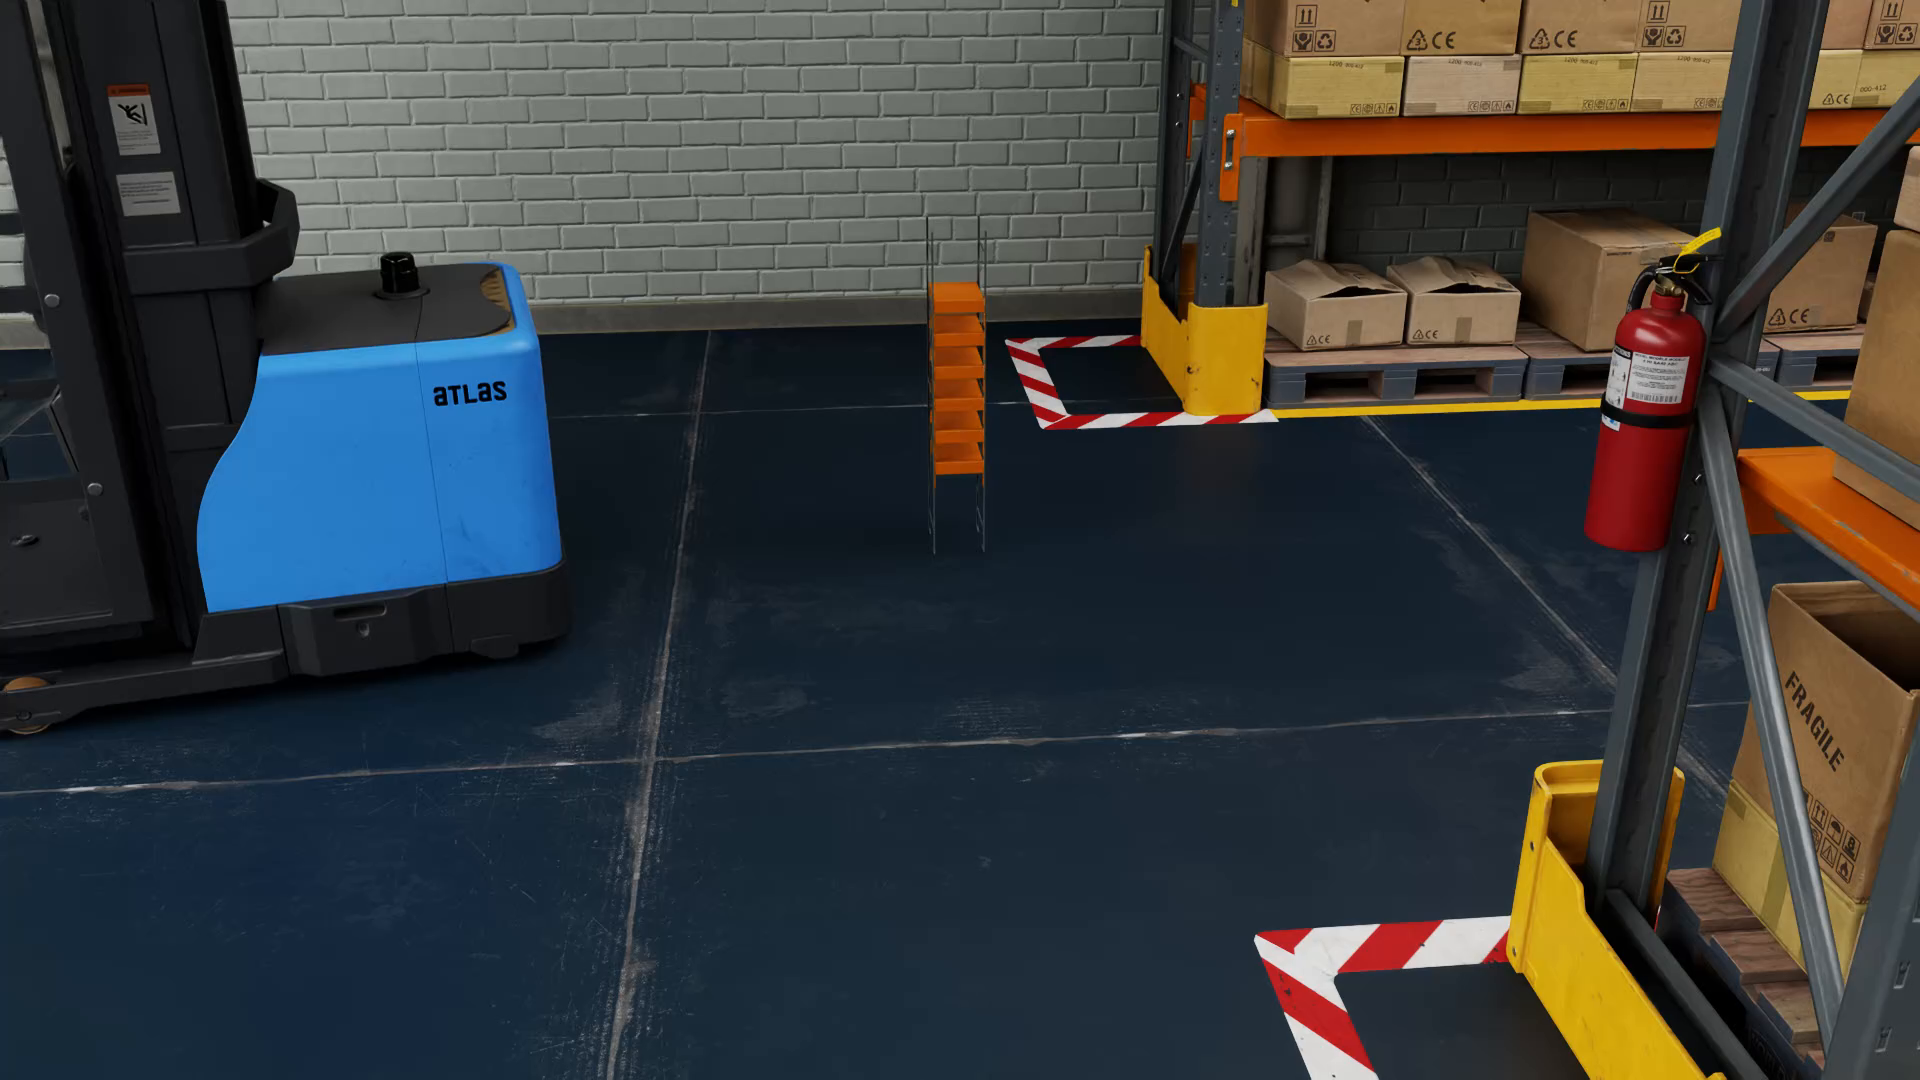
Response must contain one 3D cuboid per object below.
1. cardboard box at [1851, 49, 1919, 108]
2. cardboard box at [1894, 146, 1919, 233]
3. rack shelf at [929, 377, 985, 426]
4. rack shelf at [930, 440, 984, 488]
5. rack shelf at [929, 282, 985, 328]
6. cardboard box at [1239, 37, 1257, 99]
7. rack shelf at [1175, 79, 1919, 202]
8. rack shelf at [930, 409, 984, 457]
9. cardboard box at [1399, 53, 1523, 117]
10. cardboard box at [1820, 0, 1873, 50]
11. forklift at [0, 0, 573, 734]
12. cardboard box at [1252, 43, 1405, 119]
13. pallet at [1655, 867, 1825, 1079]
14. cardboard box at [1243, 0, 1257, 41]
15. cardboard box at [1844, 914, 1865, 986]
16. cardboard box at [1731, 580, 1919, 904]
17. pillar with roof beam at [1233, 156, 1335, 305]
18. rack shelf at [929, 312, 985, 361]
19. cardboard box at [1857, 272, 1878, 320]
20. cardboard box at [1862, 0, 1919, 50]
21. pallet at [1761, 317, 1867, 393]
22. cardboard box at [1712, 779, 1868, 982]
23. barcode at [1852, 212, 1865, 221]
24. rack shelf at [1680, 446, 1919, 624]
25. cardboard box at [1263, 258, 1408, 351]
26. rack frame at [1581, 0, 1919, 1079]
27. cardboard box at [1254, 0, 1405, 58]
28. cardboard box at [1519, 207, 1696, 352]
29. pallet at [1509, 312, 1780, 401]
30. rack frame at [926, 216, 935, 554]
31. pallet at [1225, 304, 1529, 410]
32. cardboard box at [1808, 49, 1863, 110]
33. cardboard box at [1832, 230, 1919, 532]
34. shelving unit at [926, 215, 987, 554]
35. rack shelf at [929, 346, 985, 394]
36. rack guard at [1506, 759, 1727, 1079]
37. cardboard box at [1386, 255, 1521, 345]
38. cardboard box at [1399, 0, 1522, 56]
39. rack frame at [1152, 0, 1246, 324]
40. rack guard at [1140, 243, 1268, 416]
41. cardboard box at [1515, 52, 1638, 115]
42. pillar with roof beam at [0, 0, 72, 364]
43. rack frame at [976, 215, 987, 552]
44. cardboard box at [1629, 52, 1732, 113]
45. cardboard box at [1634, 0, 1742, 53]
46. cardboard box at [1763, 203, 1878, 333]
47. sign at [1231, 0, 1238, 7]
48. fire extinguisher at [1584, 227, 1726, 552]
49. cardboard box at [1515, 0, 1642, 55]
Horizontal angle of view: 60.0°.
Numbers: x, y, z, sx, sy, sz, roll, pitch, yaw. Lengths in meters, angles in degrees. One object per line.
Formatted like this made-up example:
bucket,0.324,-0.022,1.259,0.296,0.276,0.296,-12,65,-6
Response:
cardboard box,4.113,-2.111,7.465,0.500,0.250,0.500,-2,24,-5
cardboard box,1.923,-0.601,2.986,0.250,0.149,0.380,-3,24,-6
rack shelf,-0.014,-0.507,6.023,0.180,0.103,0.258,-2,24,-5
rack shelf,-0.014,-0.288,6.121,0.180,0.103,0.258,-2,24,-5
rack shelf,-0.014,-0.836,5.877,0.180,0.103,0.258,-2,24,-5
cardboard box,1.517,-2.206,7.680,0.500,0.250,0.500,-2,24,-4
rack shelf,3.061,-1.919,7.761,4.000,0.370,1.077,-2,24,-5
rack shelf,-0.014,-0.397,6.072,0.180,0.103,0.258,-2,24,-5
cardboard box,2.103,-2.027,7.276,0.500,0.250,0.500,-3,24,-7
cardboard box,3.613,-2.429,7.259,0.500,0.500,0.500,-3,24,-7
forklift,-2.842,-0.978,4.841,3.031,2.935,1.130,-7,25,-16
cardboard box,1.588,-2.000,7.217,0.500,0.250,0.500,-3,24,-7
pallet,2.319,1.061,3.604,1.213,0.211,1.003,-2,24,-5
cardboard box,1.519,-2.556,7.545,0.500,0.500,0.500,-3,24,-6
cardboard box,2.117,0.967,3.250,0.500,0.250,0.500,-2,24,-5
cardboard box,2.066,0.414,3.570,0.500,0.500,0.500,-2,24,-5
pillar with roof beam,2.106,-3.547,3.151,0.400,9.000,9.100,-2,24,-5
rack shelf,-0.014,-0.726,5.926,0.180,0.103,0.258,-2,24,-5
cardboard box,4.522,-1.201,8.205,0.250,0.166,0.380,-5,25,-12
cardboard box,4.115,-2.445,7.295,0.500,0.500,0.500,-2,24,-5
pallet,4.387,-1.013,8.268,1.213,0.211,1.003,-2,24,-5
cardboard box,2.066,0.758,3.721,0.500,0.250,0.500,-2,24,-5
barcode,4.491,-1.608,8.317,0.075,0.075,0.001,-2,24,-5
rack shelf,3.552,0.083,3.256,4.000,0.370,1.077,-2,24,-5
cardboard box,1.768,-1.132,7.872,0.500,0.311,0.500,-5,24,-11
rack frame,1.562,-0.166,2.931,0.127,3.000,1.000,-2,24,-5
cardboard box,1.576,-2.349,7.079,0.500,0.500,0.500,-2,24,-5
cardboard box,3.071,-1.250,7.905,0.500,0.500,0.700,-4,24,-8
pallet,3.170,-0.963,8.156,1.213,0.211,1.003,-2,24,-5
rack frame,-0.105,-0.544,5.997,0.006,1.200,0.240,-2,24,-5
pallet,1.959,-0.915,8.049,1.213,0.211,1.003,-2,24,-5
cardboard box,3.614,-2.084,7.406,0.500,0.250,0.500,-2,24,-5
cardboard box,2.027,-0.225,2.941,0.500,0.500,0.700,-2,24,-5
shelving unit,-0.014,-0.548,6.005,0.189,1.200,0.258,-2,24,-5
rack shelf,-0.014,-0.617,5.974,0.180,0.103,0.258,-2,24,-5
rack guard,1.538,0.977,3.436,0.348,0.500,1.175,-2,24,-5
cardboard box,2.336,-1.155,7.923,0.500,0.311,0.500,0,24,-1
cardboard box,2.068,-2.365,7.114,0.500,0.500,0.500,-2,24,-5
rack frame,1.071,-2.168,7.435,0.127,3.000,1.000,-2,24,-5
rack guard,1.147,-1.029,7.950,0.348,0.500,1.175,-2,24,-5
cardboard box,2.611,-2.044,7.317,0.500,0.250,0.500,-3,24,-6
pillar with roof beam,-3.865,-3.308,2.612,0.400,9.000,9.100,-2,24,-5
rack frame,0.077,-0.551,6.013,0.006,1.200,0.240,-2,24,-5
cardboard box,3.114,-2.064,7.360,0.500,0.250,0.500,-2,24,-5
cardboard box,3.096,-2.408,7.212,0.500,0.500,0.500,-2,24,-3
cardboard box,4.023,-1.329,8.083,0.500,0.500,0.500,-4,24,-9
sign,1.125,-2.345,6.766,0.005,0.325,0.100,-2,24,-5
fire extinguisher,1.398,-0.314,3.358,0.183,0.674,0.296,-2,24,-5
cardboard box,2.583,-2.383,7.155,0.500,0.500,0.500,-3,24,-7
